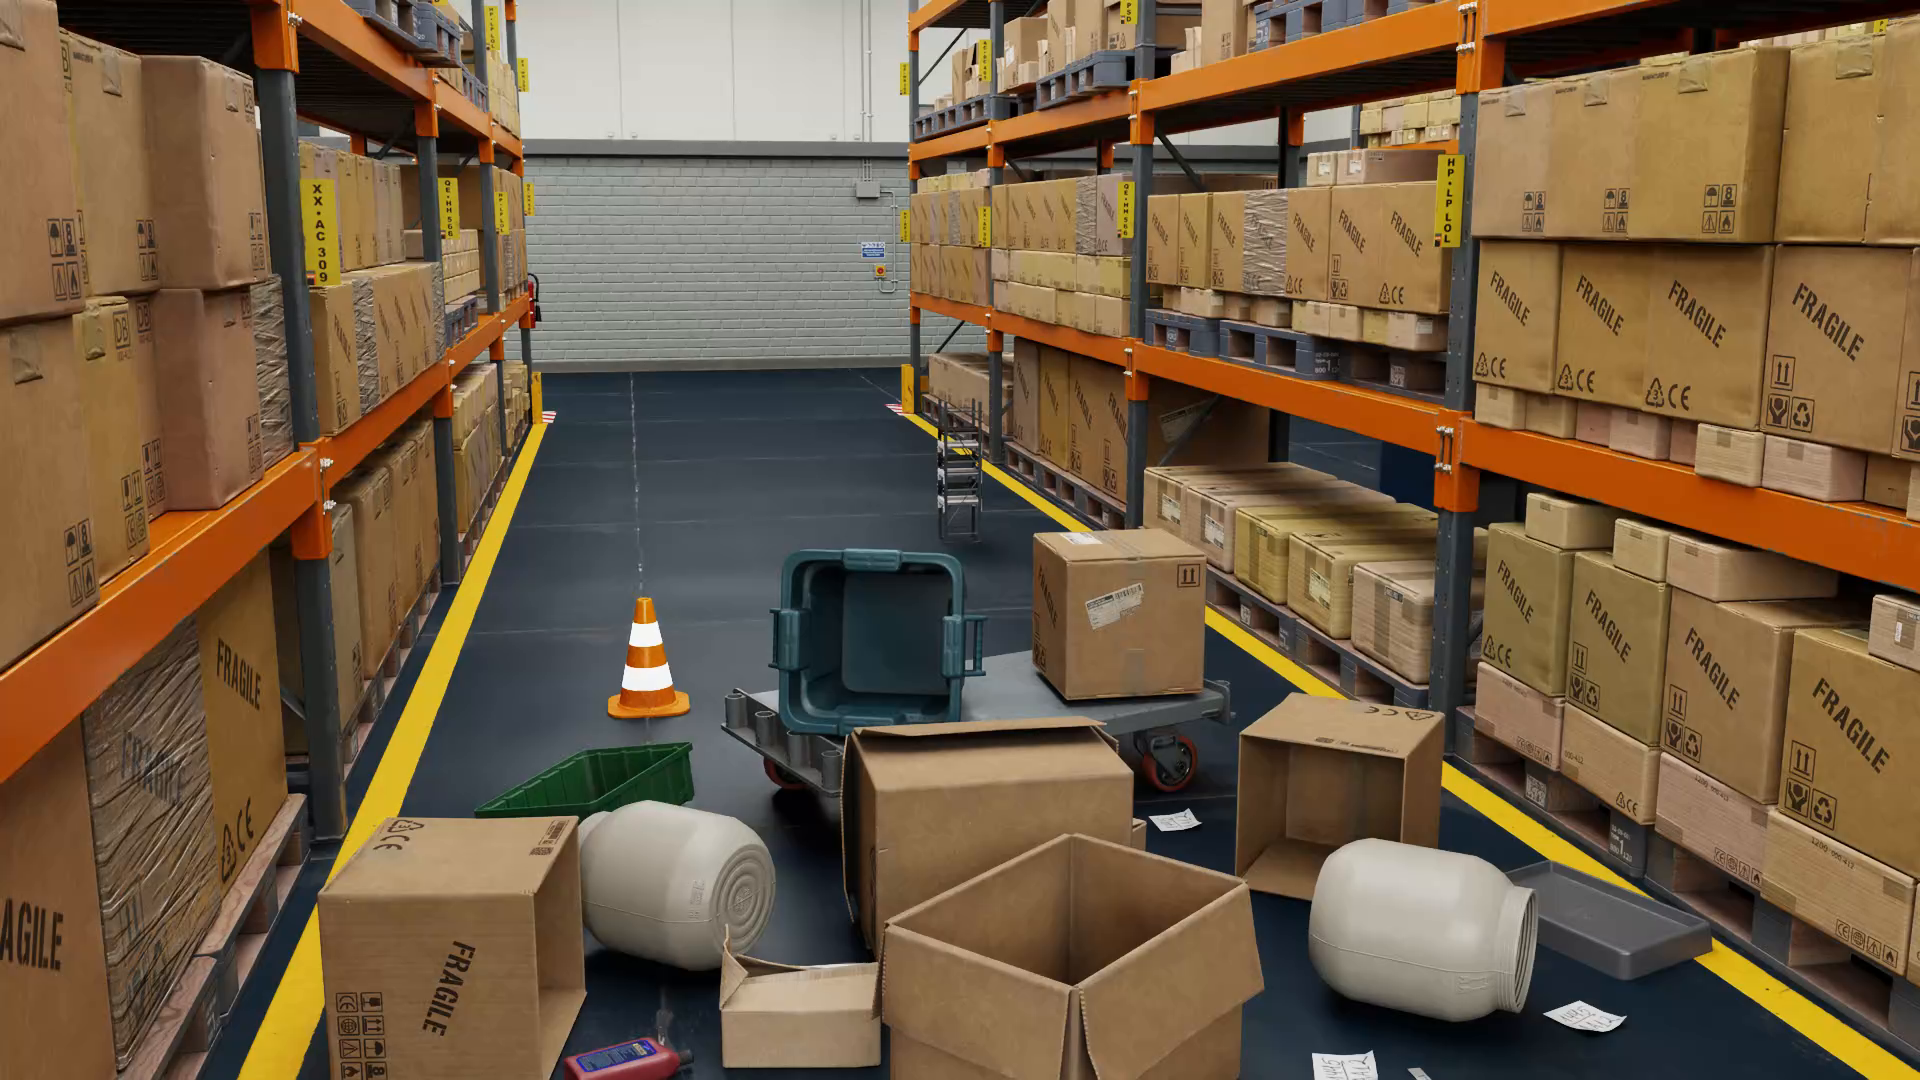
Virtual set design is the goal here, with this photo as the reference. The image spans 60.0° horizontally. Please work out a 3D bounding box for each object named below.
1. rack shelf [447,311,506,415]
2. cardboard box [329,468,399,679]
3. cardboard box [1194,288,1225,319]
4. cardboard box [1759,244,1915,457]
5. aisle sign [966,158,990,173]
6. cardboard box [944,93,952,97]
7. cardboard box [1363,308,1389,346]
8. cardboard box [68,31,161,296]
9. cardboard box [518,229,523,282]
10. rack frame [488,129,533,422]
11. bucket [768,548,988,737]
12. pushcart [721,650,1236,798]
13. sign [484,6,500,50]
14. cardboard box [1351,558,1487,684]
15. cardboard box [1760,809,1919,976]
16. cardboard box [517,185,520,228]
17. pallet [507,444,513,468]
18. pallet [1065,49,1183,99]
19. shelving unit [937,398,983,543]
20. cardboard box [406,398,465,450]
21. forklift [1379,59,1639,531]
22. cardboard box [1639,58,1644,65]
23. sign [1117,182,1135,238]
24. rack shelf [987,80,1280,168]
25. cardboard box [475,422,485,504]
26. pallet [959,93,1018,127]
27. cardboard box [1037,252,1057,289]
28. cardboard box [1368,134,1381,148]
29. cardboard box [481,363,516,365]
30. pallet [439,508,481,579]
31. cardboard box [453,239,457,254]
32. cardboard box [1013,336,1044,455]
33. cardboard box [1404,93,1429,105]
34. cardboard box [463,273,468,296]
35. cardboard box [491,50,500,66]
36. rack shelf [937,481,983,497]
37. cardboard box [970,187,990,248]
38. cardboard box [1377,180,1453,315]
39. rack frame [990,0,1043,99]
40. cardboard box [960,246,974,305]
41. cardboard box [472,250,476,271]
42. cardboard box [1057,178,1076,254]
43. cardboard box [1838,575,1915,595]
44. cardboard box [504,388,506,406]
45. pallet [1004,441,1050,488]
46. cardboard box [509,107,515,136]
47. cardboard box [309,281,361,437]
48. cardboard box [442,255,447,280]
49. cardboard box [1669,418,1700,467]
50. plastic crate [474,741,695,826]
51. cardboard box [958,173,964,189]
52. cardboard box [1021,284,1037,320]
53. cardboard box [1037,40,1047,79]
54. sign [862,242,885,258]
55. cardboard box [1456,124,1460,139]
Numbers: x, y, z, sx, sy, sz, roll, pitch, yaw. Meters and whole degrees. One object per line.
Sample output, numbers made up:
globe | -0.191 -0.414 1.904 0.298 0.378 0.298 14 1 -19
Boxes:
rack shelf | -3.700 -1.219 11.001 1.077 0.370 4.000 -2 11 -11
cardboard box | -2.926 0.140 6.835 1.050 0.750 0.750 -2 11 -11
cardboard box | 1.469 -1.264 8.865 0.380 0.149 0.250 -2 11 -11
cardboard box | 2.438 -0.499 4.233 0.500 0.500 0.500 -2 11 -10
aisle sign | 0.259 -4.173 17.644 0.394 0.787 0.004 -2 11 -11
cardboard box | 0.145 -4.447 17.027 0.500 0.250 0.500 -3 11 -16
cardboard box | 1.898 -0.886 6.880 0.380 0.149 0.250 -2 11 -13
cardboard box | -2.304 -0.806 3.621 0.875 0.550 0.550 -2 11 -11
cardboard box | -4.432 -2.700 15.797 0.500 0.500 0.500 -2 11 -12
rack frame | -4.867 -2.673 16.716 1.000 3.000 0.127 -2 11 -11
bucket | -0.245 0.331 5.626 0.726 0.611 0.620 2 1 9
pushcart | 0.076 0.710 5.957 1.648 0.377 0.936 -6 13 -31
sign | -3.545 -3.881 12.605 0.100 0.325 0.005 -2 11 -11
cardboard box | 2.198 0.318 6.907 0.950 0.372 0.625 -2 11 -10
cardboard box | 2.459 0.878 4.290 0.500 0.250 0.500 -3 11 -13
cardboard box | -4.435 -3.191 15.703 0.500 0.500 0.500 -3 11 -13
pallet | -4.254 -0.691 13.762 1.003 0.211 1.213 -2 11 -11
pallet | 1.348 -2.901 10.397 1.213 0.211 1.003 -2 11 -8
shelving unit | -0.002 -0.444 10.620 0.258 0.900 0.210 -2 11 -11
cardboard box | -3.208 -0.687 9.842 0.500 0.250 0.500 -3 11 -14
forklift | 3.384 -1.153 8.915 1.130 2.935 3.031 -2 11 -10
cardboard box | 5.556 -3.814 13.177 0.380 0.149 0.250 -2 11 -10
sign | 0.981 -1.952 9.833 0.100 0.325 0.005 -2 11 -11
rack shelf | 1.136 -2.891 11.764 1.077 0.370 4.000 -2 11 -11
cardboard box | -3.404 -0.509 10.909 0.500 0.500 0.500 -2 11 -12
pallet | 0.598 -3.718 14.423 1.003 0.211 1.213 -2 11 -11
cardboard box | 0.857 -1.938 11.919 0.500 0.250 0.500 -2 11 -13
cardboard box | 4.671 -4.336 18.102 0.380 0.149 0.250 -2 11 -10
cardboard box | -4.523 -1.635 16.173 0.380 0.149 0.250 -2 11 -10
pallet | -3.462 0.021 10.021 1.003 0.211 1.213 -2 11 -11
cardboard box | -3.513 -1.959 10.925 0.380 0.149 0.250 -2 11 -12
cardboard box | 0.946 -1.189 13.482 0.875 0.875 0.875 -2 11 -9
cardboard box | 4.869 -4.568 16.919 0.500 0.250 0.500 -2 11 -12
cardboard box | -3.612 -1.766 11.501 0.380 0.149 0.250 -3 11 -13
cardboard box | -4.117 -4.085 14.113 0.380 0.149 0.250 -2 11 -8
rack shelf | -0.002 -0.322 10.643 0.258 0.077 0.200 -2 11 -11
cardboard box | 0.384 -2.754 14.204 0.500 0.500 0.500 -2 11 -11
cardboard box | 1.988 -1.148 6.520 0.500 0.500 0.500 -2 11 -12
rack frame | 0.747 -5.085 13.343 1.000 3.000 0.127 -2 11 -11
cardboard box | 0.300 -2.357 14.788 0.500 0.500 0.500 -2 11 -12
cardboard box | -3.766 -2.054 12.218 0.380 0.149 0.250 -2 11 -11
cardboard box | 0.970 -2.215 11.368 0.500 0.500 0.500 -2 11 -11
cardboard box | 2.882 0.391 4.843 0.500 0.500 0.500 -2 11 -8
cardboard box | -3.948 -1.160 13.681 0.380 0.149 0.250 -2 11 -8
pallet | 0.971 -0.629 13.436 1.003 0.211 1.213 -2 11 -11
cardboard box | -4.329 -3.814 15.091 0.500 0.250 0.500 -2 11 -9
cardboard box | -2.371 -0.627 5.701 0.500 0.500 0.500 -2 11 -10
cardboard box | -3.367 -1.675 10.228 0.380 0.149 0.250 -2 11 -11
cardboard box | 2.327 -0.291 4.875 0.380 0.149 0.250 -2 11 -11
plastic crate | -1.214 0.866 5.493 0.450 0.188 0.662 -7 8 20
cardboard box | 0.188 -3.278 15.221 0.380 0.149 0.250 -2 11 -12
cardboard box | 0.760 -1.784 12.449 0.500 0.250 0.500 -2 11 -11
cardboard box | 0.759 -3.403 11.770 0.396 0.266 0.258 -1 11 -6
sign | -1.210 -4.047 23.212 0.327 0.218 0.001 -2 11 -11
cardboard box | 5.045 -3.960 16.129 0.380 0.149 0.250 -2 11 -10
